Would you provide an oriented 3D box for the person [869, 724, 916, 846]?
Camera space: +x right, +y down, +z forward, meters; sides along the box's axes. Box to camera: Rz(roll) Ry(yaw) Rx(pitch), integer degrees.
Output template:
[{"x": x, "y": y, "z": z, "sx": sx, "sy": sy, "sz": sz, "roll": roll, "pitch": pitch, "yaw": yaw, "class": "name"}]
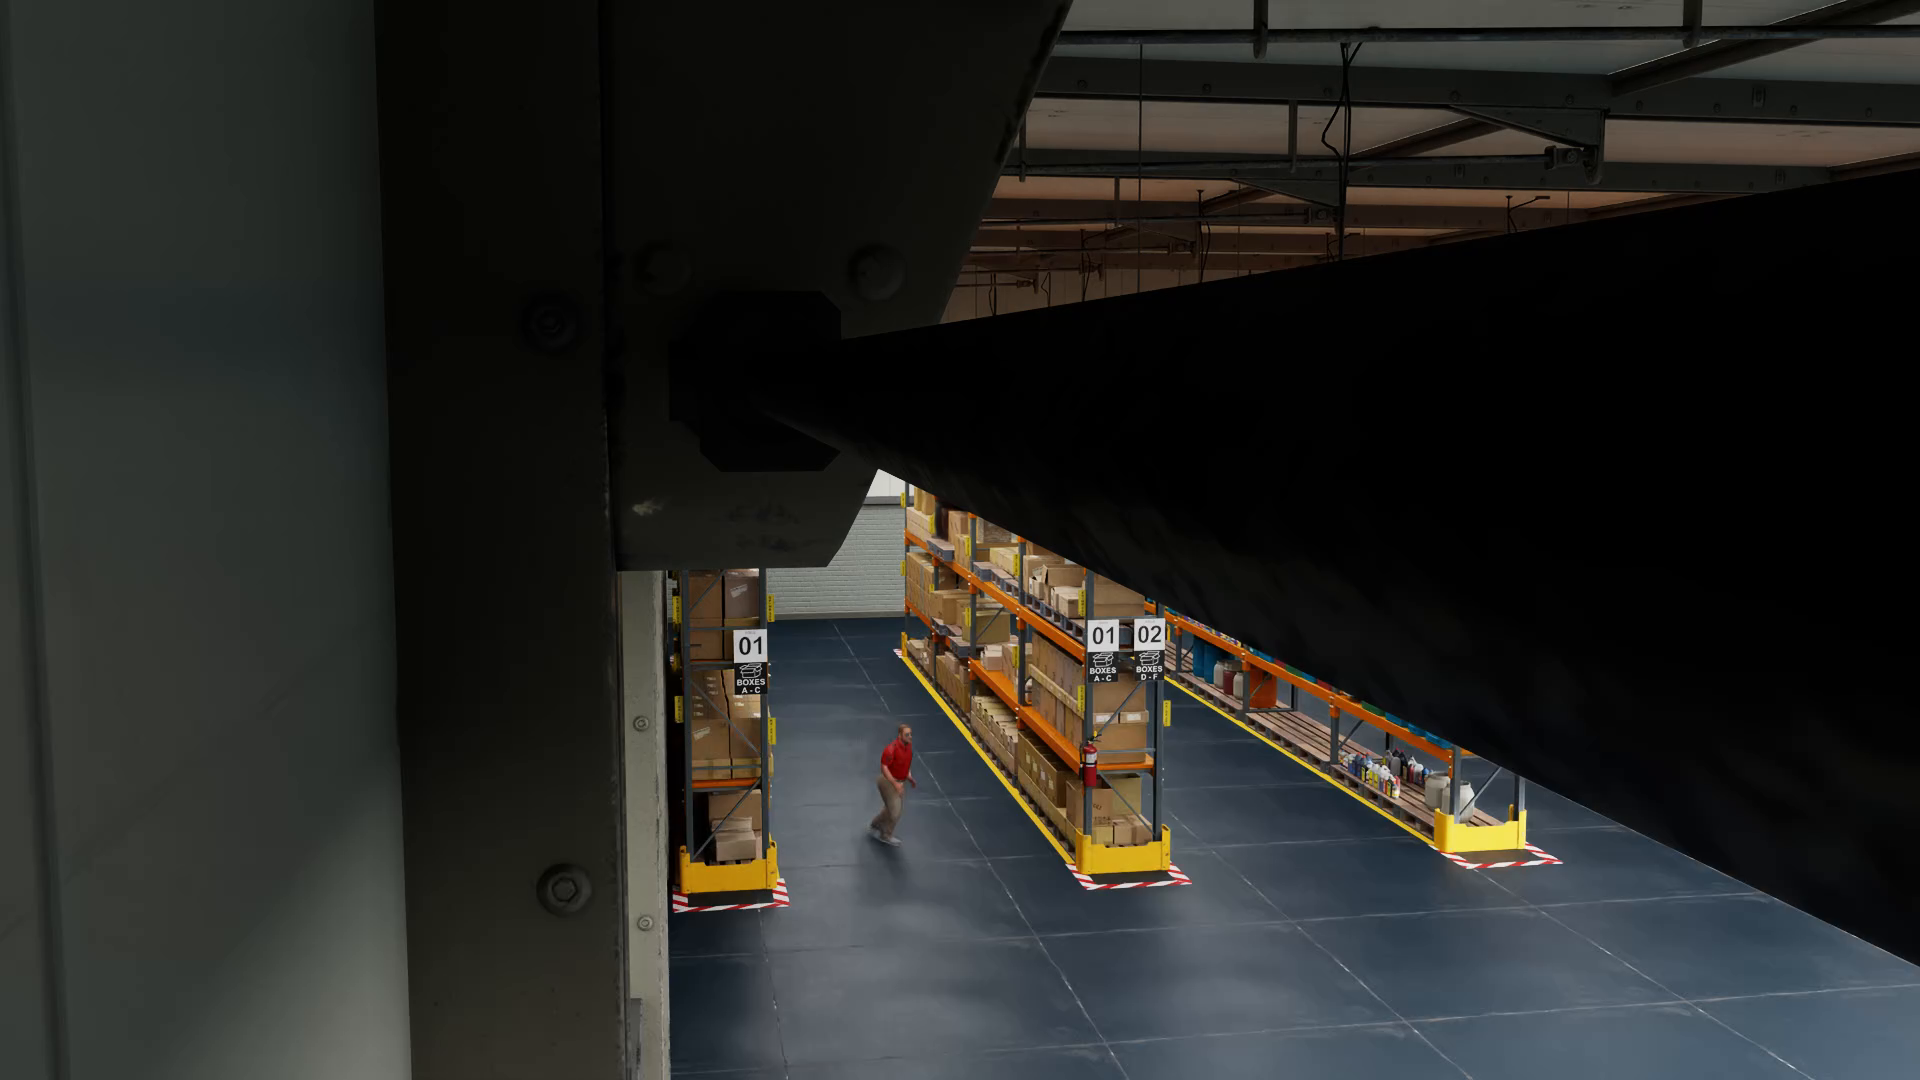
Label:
[{"x": -0.942, "y": 3.233, "z": 22.090, "sx": 0.779, "sy": 1.667, "sz": 0.663, "roll": 3, "pitch": 7, "yaw": 27, "class": "person"}]
